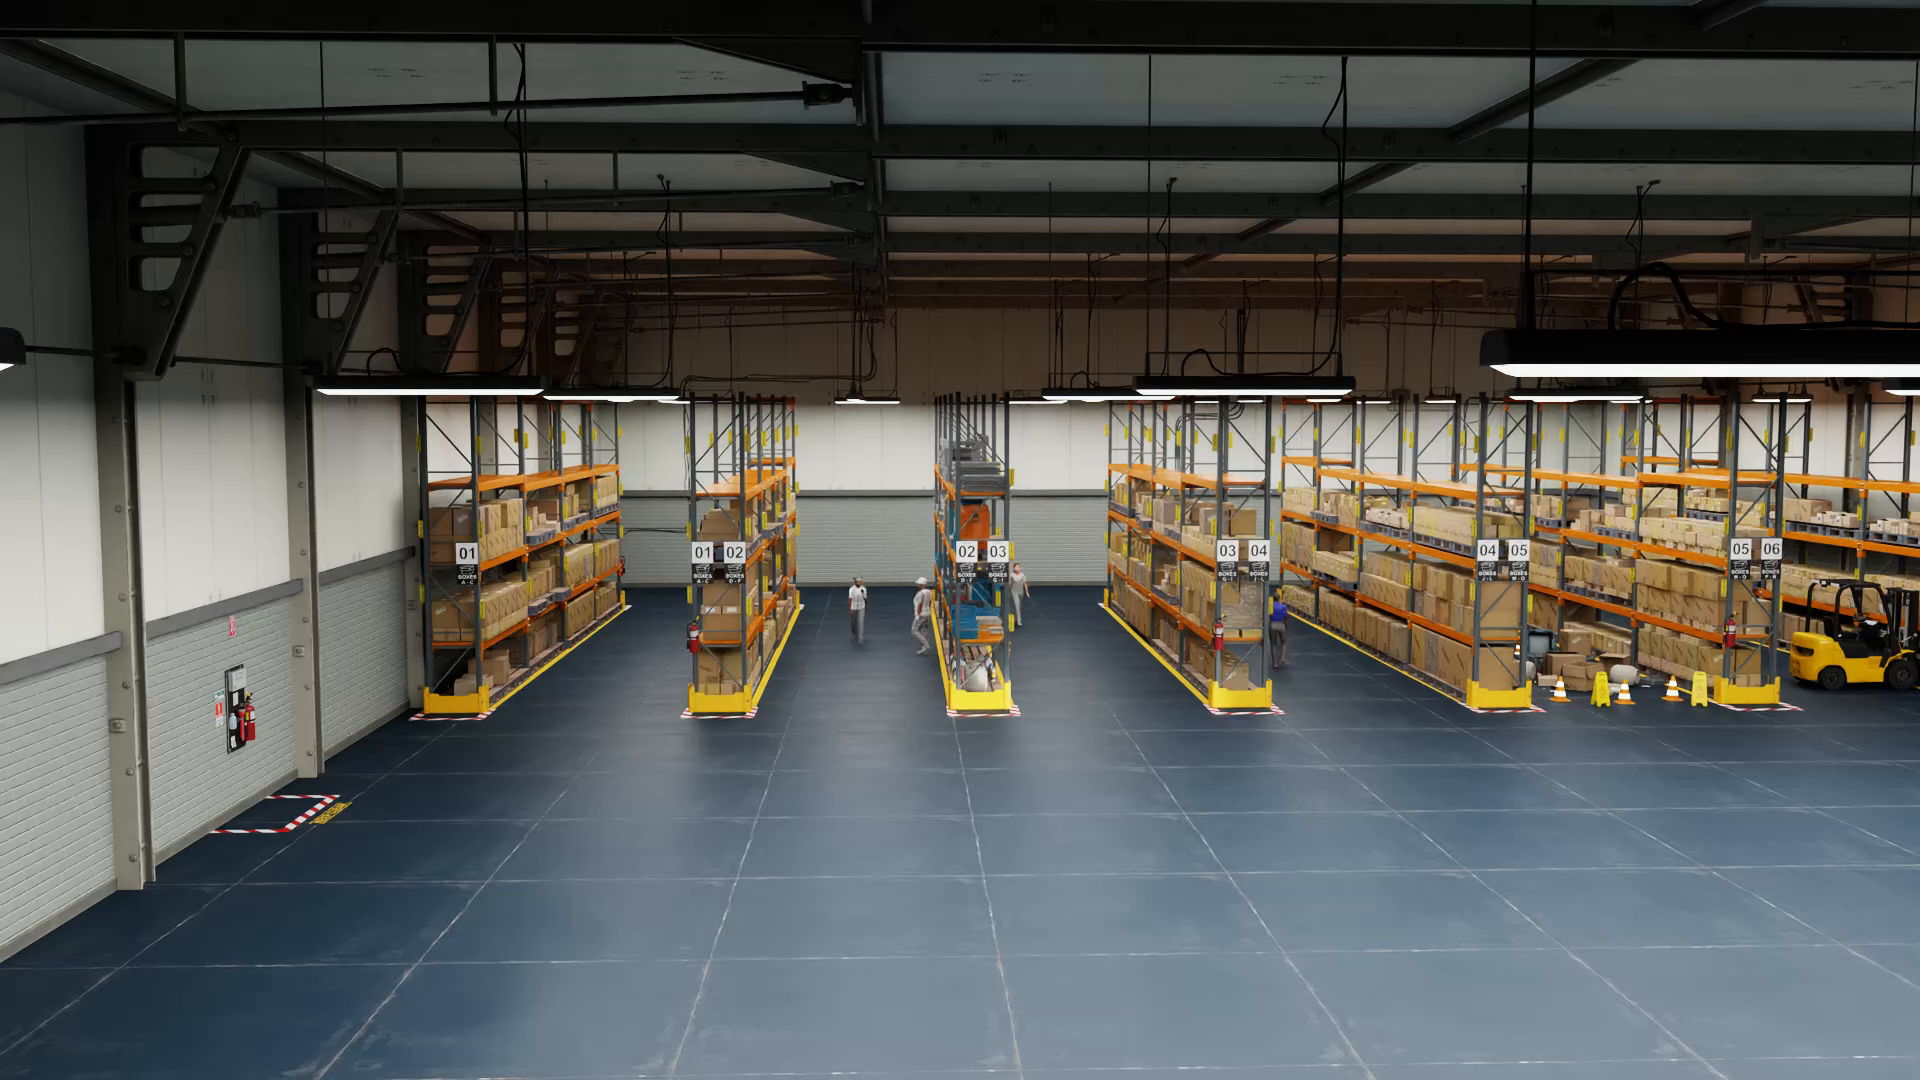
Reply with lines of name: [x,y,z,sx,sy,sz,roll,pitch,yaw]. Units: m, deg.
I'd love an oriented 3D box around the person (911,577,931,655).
person: [-0.830,1.754,38.409,0.474,1.783,0.607,2,5,23]

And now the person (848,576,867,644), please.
person: [-2.477,1.661,40.289,0.450,1.626,1.045,0,5,-3]

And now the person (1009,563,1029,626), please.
person: [1.519,1.402,43.613,0.459,1.620,1.049,-2,5,-18]

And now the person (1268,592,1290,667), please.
person: [6.996,1.982,36.560,0.512,1.642,0.509,0,5,3]
